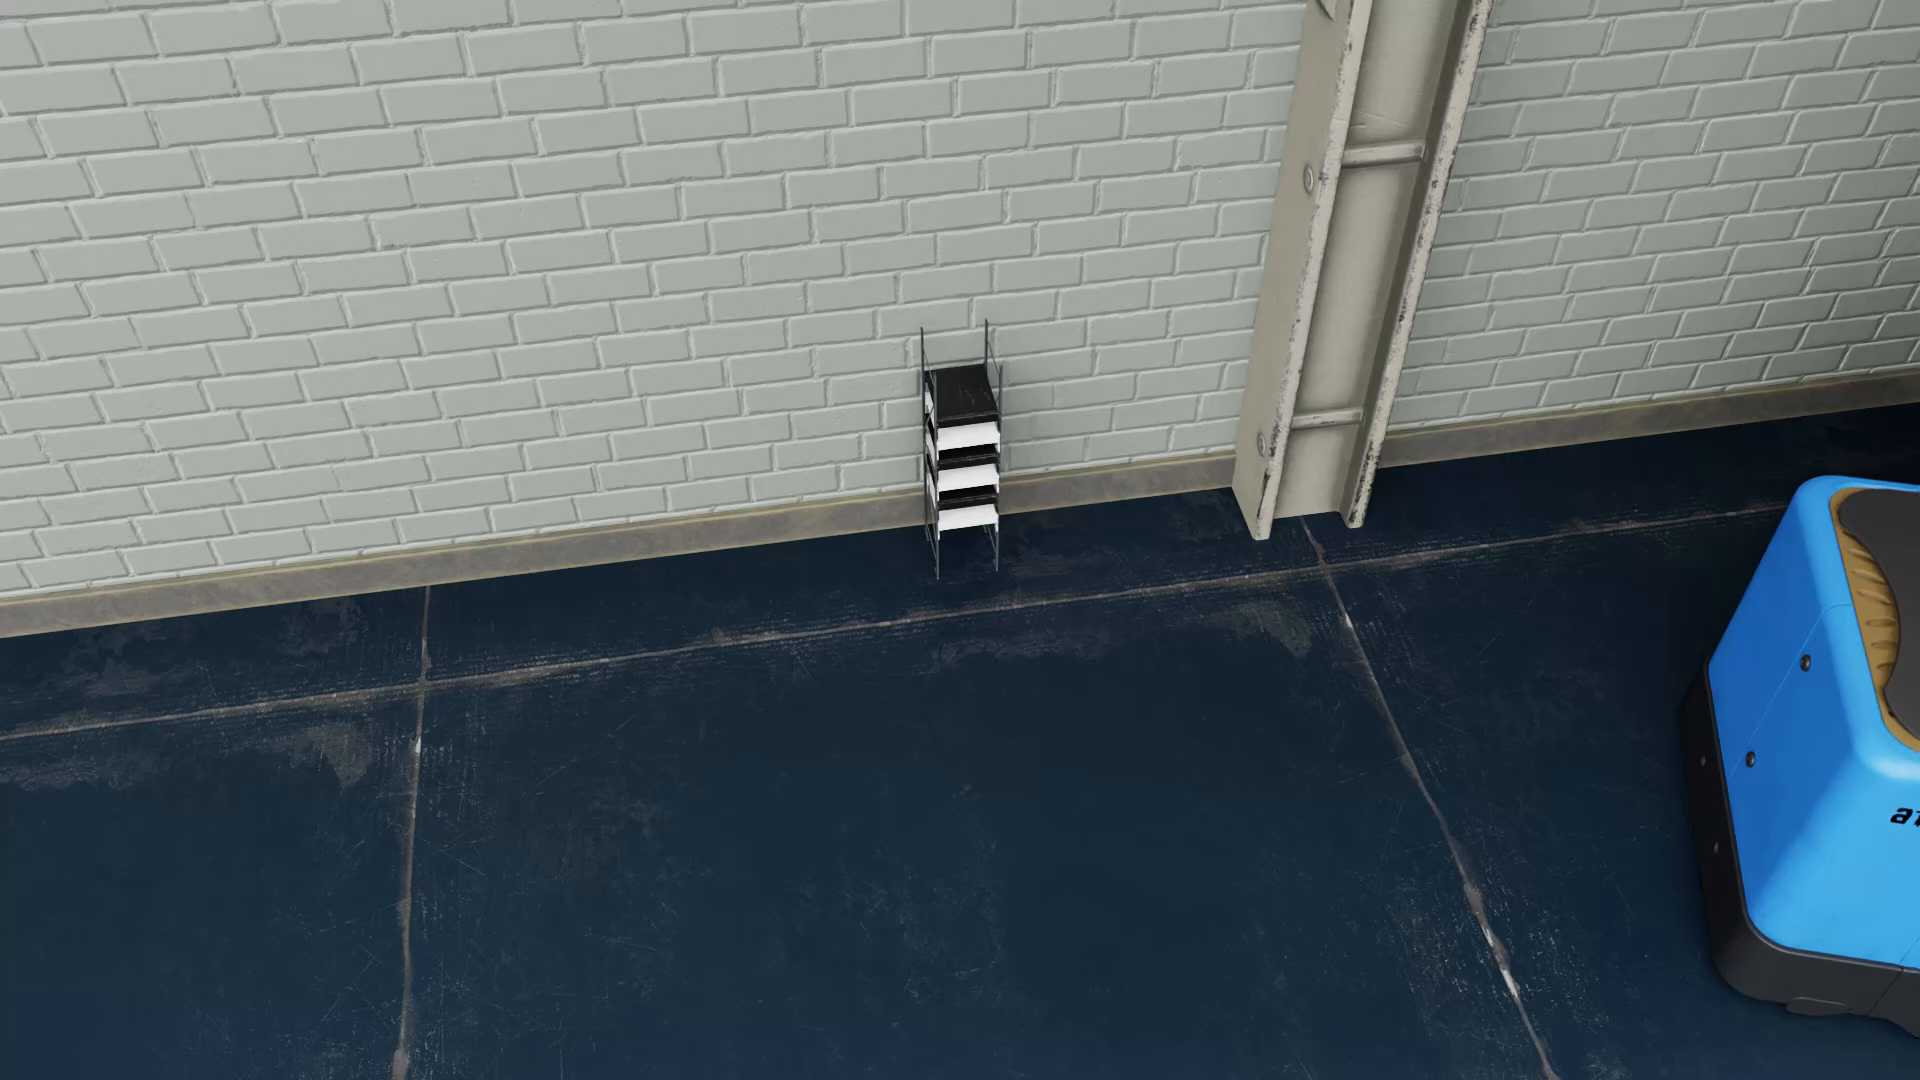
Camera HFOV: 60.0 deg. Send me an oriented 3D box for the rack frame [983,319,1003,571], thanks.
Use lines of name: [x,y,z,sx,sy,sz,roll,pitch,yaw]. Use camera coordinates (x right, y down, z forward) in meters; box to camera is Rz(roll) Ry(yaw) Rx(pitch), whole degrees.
rack frame: [0.103,-0.291,5.405,0.006,0.900,0.240,-8,47,-8]

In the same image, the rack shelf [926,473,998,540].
rack shelf: [0.003,-0.129,5.545,0.200,0.077,0.258,-8,47,-8]

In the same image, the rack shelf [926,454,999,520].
rack shelf: [0.003,-0.191,5.480,0.200,0.077,0.258,-8,47,-8]

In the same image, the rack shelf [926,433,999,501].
rack shelf: [0.003,-0.253,5.415,0.200,0.077,0.258,-8,47,-8]

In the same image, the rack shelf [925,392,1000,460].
rack shelf: [0.003,-0.378,5.285,0.200,0.077,0.258,-8,47,-8]

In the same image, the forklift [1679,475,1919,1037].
forklift: [3.626,0.079,3.639,3.031,2.935,1.130,8,47,7]

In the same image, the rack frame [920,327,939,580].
rack frame: [-0.097,-0.263,5.378,0.006,0.900,0.240,-8,47,-8]

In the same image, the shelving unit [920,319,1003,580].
shelving unit: [0.003,-0.277,5.391,0.210,0.900,0.258,-8,47,-8]

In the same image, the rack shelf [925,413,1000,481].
rack shelf: [0.003,-0.316,5.350,0.200,0.077,0.258,-8,47,-8]

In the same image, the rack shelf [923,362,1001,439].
rack shelf: [0.003,-0.440,5.221,0.200,0.077,0.258,-8,47,-8]
